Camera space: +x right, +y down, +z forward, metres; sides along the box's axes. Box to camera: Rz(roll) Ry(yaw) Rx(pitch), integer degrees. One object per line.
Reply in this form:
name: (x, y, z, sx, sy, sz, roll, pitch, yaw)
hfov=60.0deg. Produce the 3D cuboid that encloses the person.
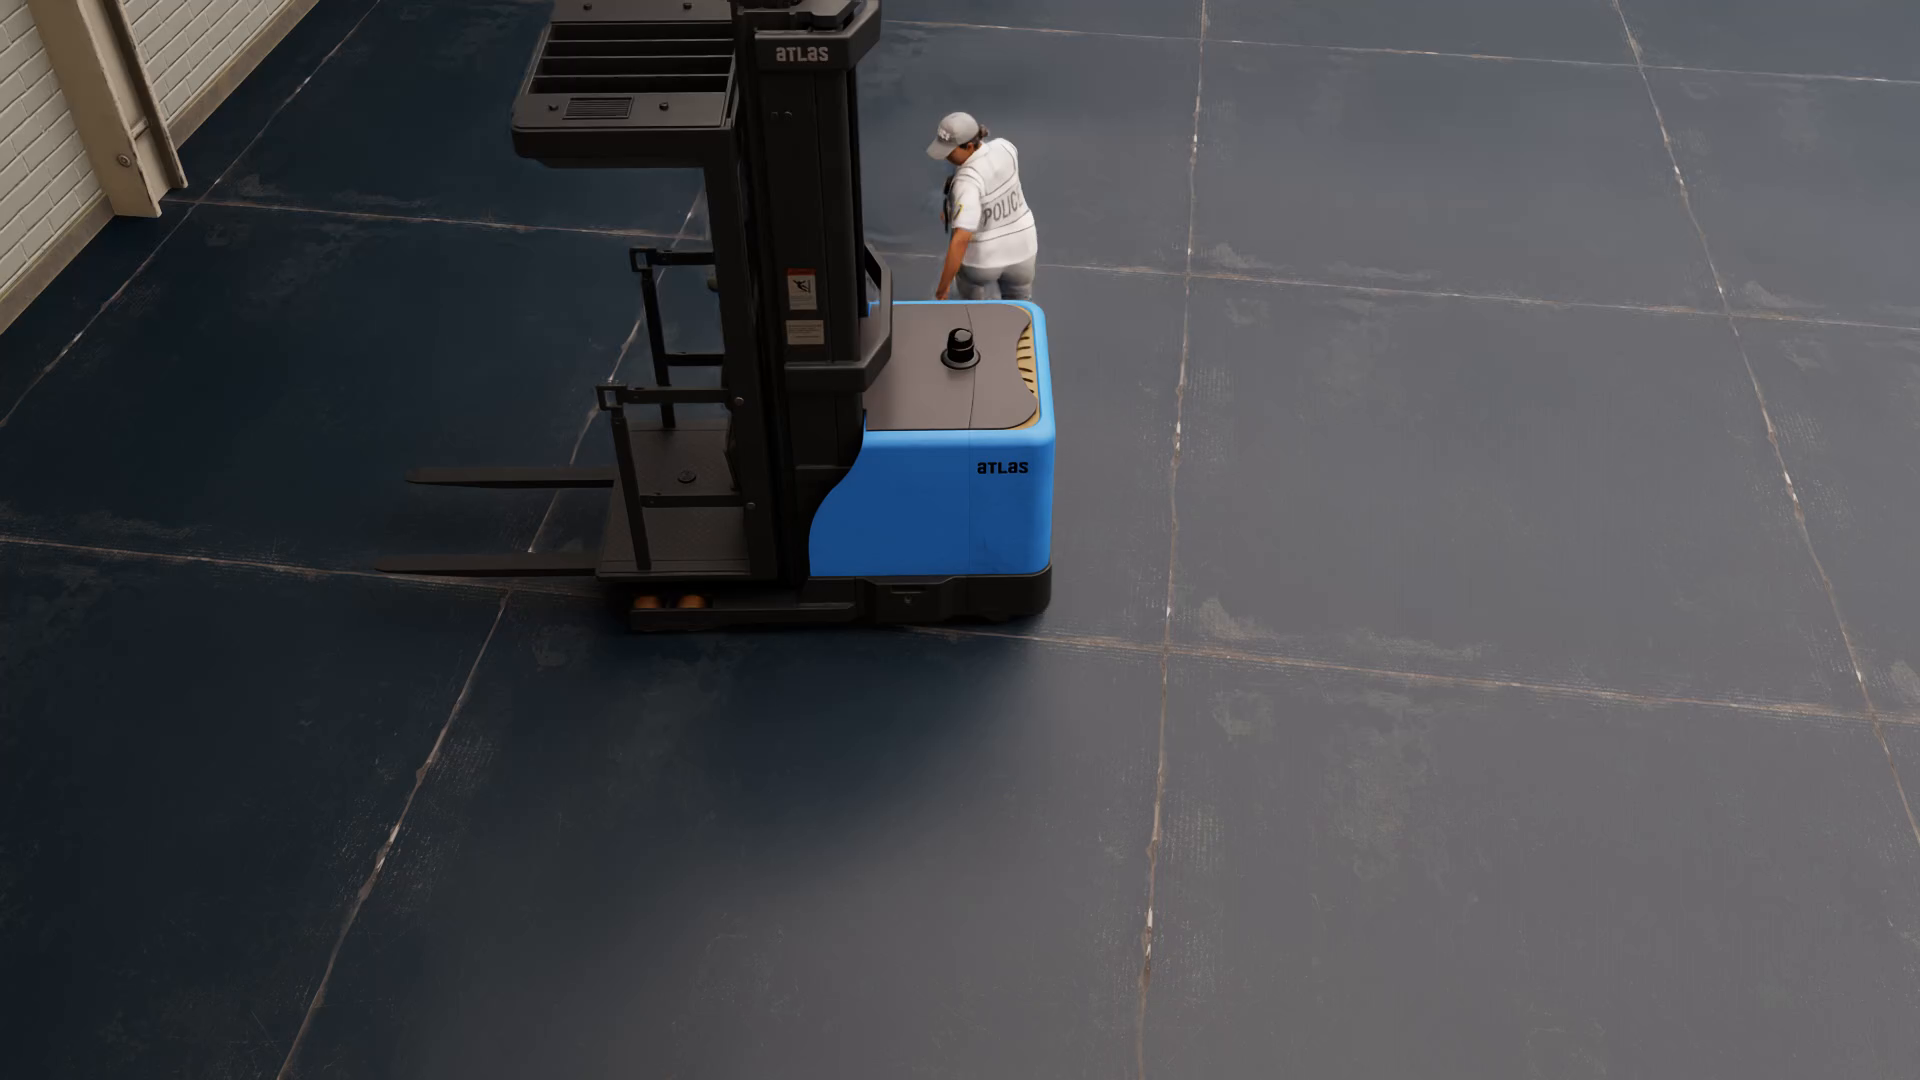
person: (0.100, -1.485, 8.488, 0.597, 1.444, 0.846, -14, 44, -15)

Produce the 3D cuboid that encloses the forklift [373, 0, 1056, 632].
forklift: (-1.115, -1.032, 6.847, 3.031, 2.935, 1.130, -1, 43, -1)
